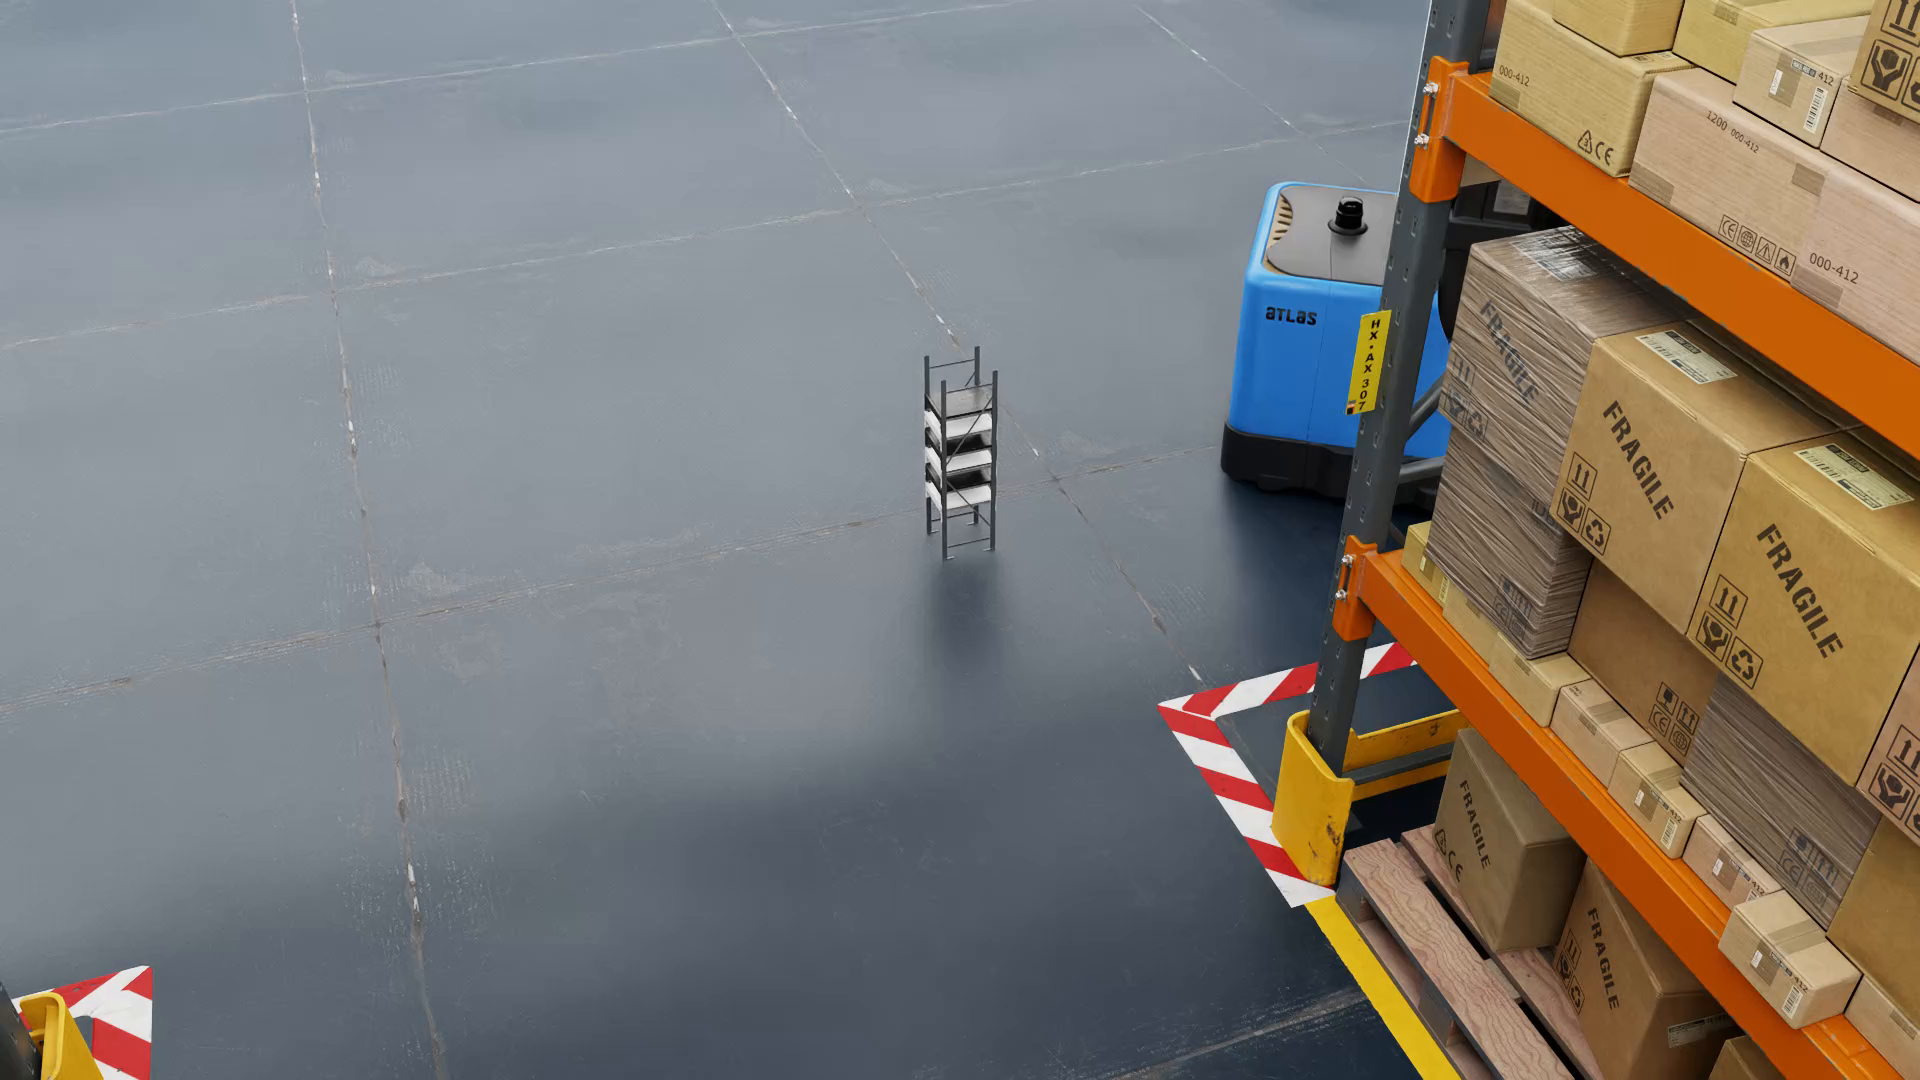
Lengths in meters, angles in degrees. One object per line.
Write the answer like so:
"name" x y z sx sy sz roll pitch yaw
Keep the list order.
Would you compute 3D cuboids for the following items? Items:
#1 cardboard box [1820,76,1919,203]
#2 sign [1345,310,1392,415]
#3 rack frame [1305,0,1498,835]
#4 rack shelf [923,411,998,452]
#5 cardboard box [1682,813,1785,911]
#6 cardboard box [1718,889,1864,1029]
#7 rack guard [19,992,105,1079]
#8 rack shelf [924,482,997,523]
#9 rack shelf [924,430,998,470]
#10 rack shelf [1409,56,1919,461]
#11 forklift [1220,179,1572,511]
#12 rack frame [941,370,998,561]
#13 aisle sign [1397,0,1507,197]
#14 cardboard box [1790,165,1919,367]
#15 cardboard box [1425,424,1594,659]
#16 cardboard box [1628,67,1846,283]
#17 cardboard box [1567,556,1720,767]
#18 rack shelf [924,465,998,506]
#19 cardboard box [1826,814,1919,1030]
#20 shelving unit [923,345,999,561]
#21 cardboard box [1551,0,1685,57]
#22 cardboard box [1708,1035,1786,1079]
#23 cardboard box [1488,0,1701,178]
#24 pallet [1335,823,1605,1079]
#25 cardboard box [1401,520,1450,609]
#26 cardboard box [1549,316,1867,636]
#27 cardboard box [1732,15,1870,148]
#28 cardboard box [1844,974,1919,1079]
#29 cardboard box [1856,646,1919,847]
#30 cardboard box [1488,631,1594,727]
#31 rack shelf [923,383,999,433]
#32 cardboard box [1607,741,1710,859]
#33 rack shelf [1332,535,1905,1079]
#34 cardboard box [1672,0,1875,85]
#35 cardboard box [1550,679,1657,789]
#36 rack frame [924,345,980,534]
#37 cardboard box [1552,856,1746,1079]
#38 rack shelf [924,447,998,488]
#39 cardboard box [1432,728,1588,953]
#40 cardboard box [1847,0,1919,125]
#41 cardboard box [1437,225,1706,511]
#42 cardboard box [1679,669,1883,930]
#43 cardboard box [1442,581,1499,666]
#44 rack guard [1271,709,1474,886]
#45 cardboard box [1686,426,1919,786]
"cardboard box" 1.851 -0.769 3.078 0.380 0.149 0.250 -13 39 -16
"sign" 1.156 -0.499 4.700 0.100 0.325 0.005 -12 39 -16
"rack frame" 1.666 -0.266 5.110 1.000 3.000 0.127 -12 39 -16
"rack shelf" 0.003 -0.472 6.885 0.258 0.077 0.200 -12 39 -16
"cardboard box" 1.976 0.750 3.970 0.380 0.149 0.250 -12 39 -16
"cardboard box" 1.965 0.912 3.754 0.380 0.149 0.250 -12 39 -16
"rack guard" -3.034 1.689 4.592 1.175 0.500 0.348 -12 39 -16
"rack shelf" 0.003 -0.184 7.102 0.258 0.077 0.200 -12 39 -16
"rack shelf" 0.003 -0.400 6.939 0.258 0.077 0.200 -12 39 -16
"rack shelf" 2.354 -0.047 2.924 1.077 0.370 4.000 -12 39 -16
"forklift" 2.761 -1.476 6.773 3.031 2.935 1.130 9 38 12
"rack frame" 0.038 -0.297 6.897 0.240 0.900 0.006 -12 39 -16
"aisle sign" 1.363 -1.277 4.291 0.394 0.787 0.004 -12 39 -16
"cardboard box" 1.939 -0.507 3.062 0.500 0.250 0.500 -13 39 -16
"cardboard box" 1.829 -0.108 4.570 0.875 0.500 0.500 -12 39 -16
"cardboard box" 1.772 -0.788 3.435 0.500 0.250 0.500 -13 39 -17
"cardboard box" 2.114 0.150 4.228 0.875 0.500 0.500 -12 39 -16
"rack shelf" 0.003 -0.256 7.047 0.258 0.077 0.200 -12 39 -16
"cardboard box" 2.406 0.726 3.463 0.875 0.500 0.500 -12 39 -16
"shelving unit" 0.003 -0.355 6.973 0.258 0.900 0.210 -12 39 -16
"cardboard box" 1.542 -1.193 3.641 0.380 0.149 0.250 -12 39 -15
"cardboard box" 2.300 1.609 4.349 0.500 0.500 0.500 -9 38 -12
"cardboard box" 1.589 -1.078 3.820 0.500 0.250 0.500 -11 38 -15
"pallet" 1.938 1.357 5.273 1.003 0.211 1.213 -12 39 -16
"cardboard box" 1.540 0.045 4.906 0.380 0.149 0.250 -12 39 -16
"cardboard box" 1.765 -0.173 3.825 0.500 0.500 0.500 -12 39 -16
"cardboard box" 1.771 -0.907 3.262 0.380 0.149 0.250 -11 38 -14
"cardboard box" 2.176 1.026 3.603 0.380 0.149 0.250 -12 39 -16
"cardboard box" 2.116 0.391 3.077 0.500 0.500 0.500 -12 39 -16
"cardboard box" 1.680 0.335 4.522 0.380 0.149 0.250 -12 39 -16
"rack shelf" 0.003 -0.544 6.831 0.258 0.077 0.200 -12 39 -16
"cardboard box" 1.865 0.614 4.150 0.380 0.149 0.250 -12 39 -16
"rack shelf" 2.354 1.151 3.826 1.077 0.370 4.000 -12 39 -16
"cardboard box" 1.744 -1.076 3.486 0.380 0.149 0.250 -13 39 -17
"cardboard box" 1.785 0.471 4.340 0.380 0.149 0.250 -12 39 -16
"rack frame" -0.032 -0.412 7.049 0.240 0.900 0.006 -12 39 -16
"cardboard box" 2.103 1.252 4.823 0.500 0.500 0.500 -3 37 -4
"rack shelf" 0.003 -0.328 6.993 0.258 0.077 0.200 -12 39 -16
"cardboard box" 1.865 0.921 5.262 0.500 0.500 0.500 -6 37 -7
"cardboard box" 1.923 -0.928 2.749 0.500 0.500 0.500 -13 39 -16
"cardboard box" 1.599 -0.457 4.202 0.500 0.500 0.500 -12 39 -16
"cardboard box" 2.245 0.441 3.841 0.875 0.500 0.500 -12 39 -16
"cardboard box" 1.608 0.190 4.713 0.380 0.149 0.250 -12 39 -16
"rack guard" 1.692 0.776 5.805 1.175 0.500 0.348 -12 39 -16
"cardboard box" 1.938 0.109 3.450 0.500 0.500 0.500 -12 39 -16
